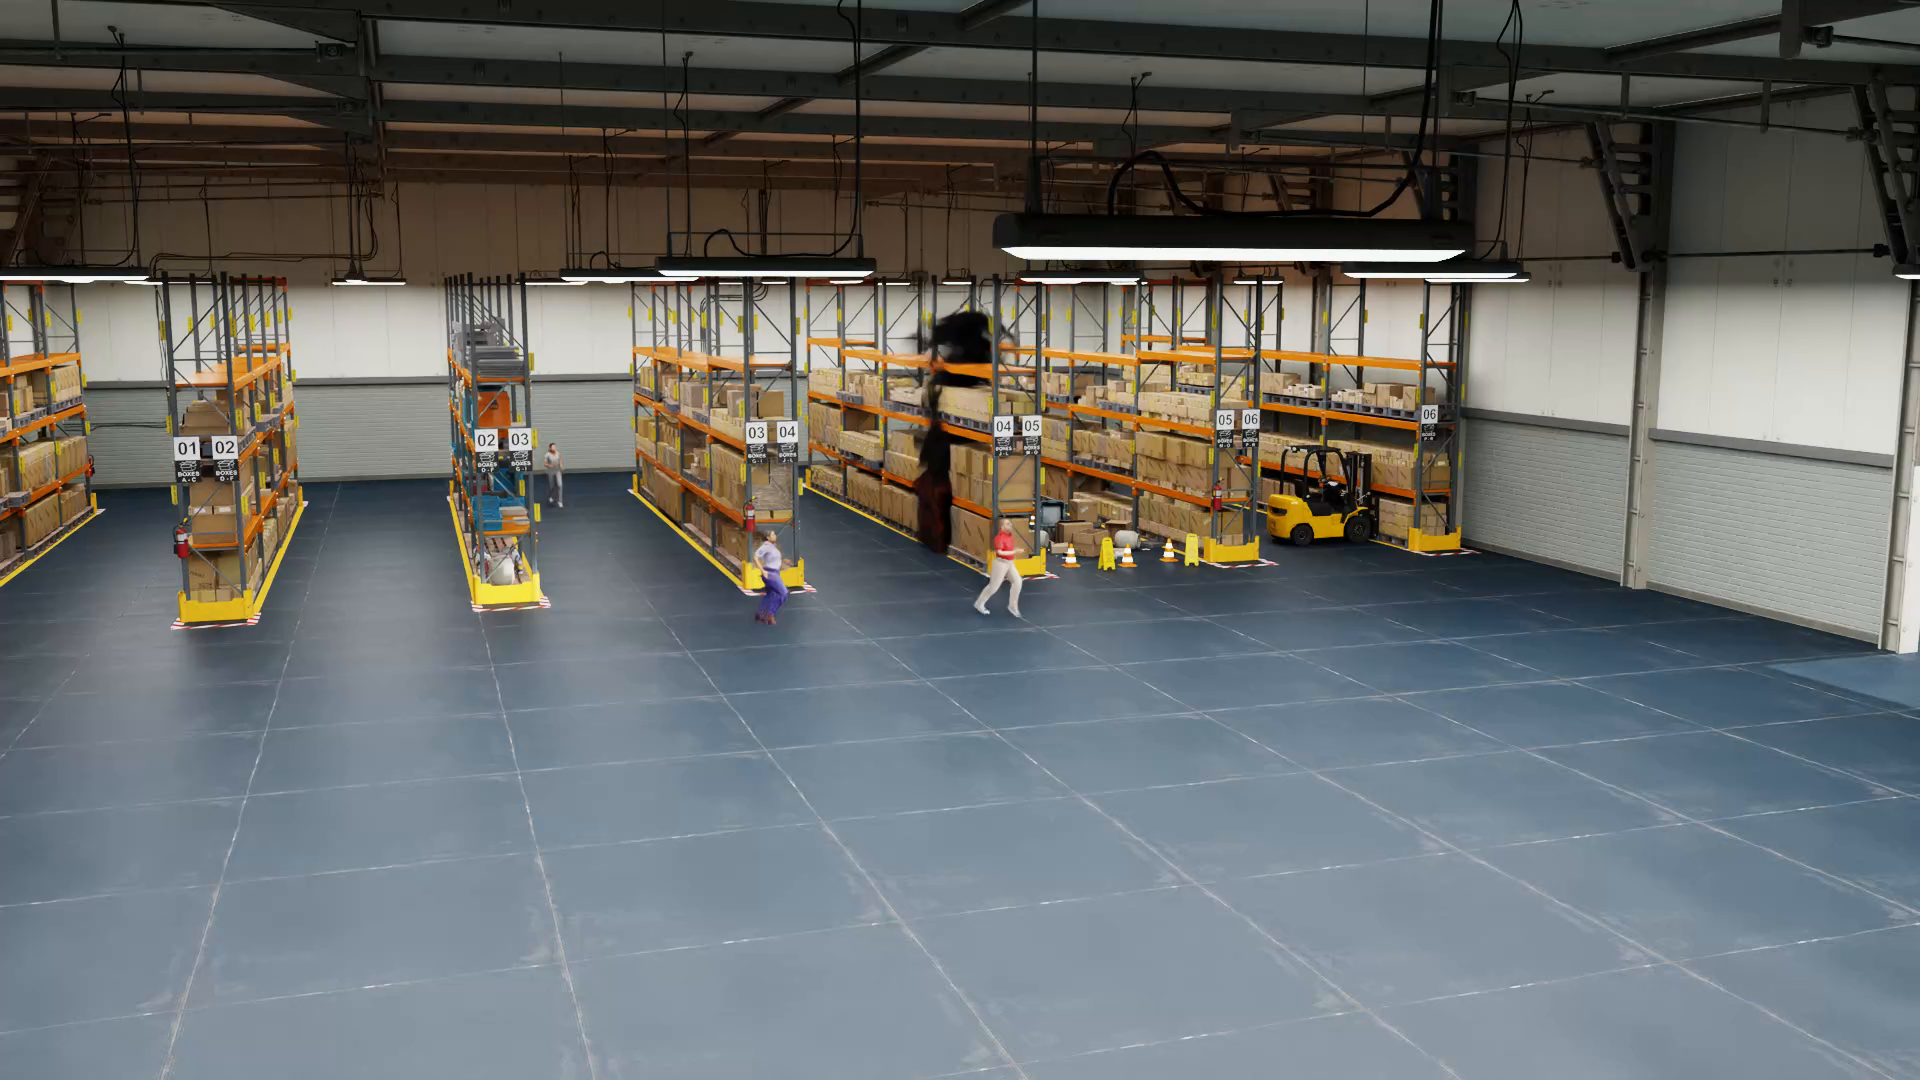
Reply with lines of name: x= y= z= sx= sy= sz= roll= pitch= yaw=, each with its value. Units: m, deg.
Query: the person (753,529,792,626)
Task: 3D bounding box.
person: x=-3.208 y=0.640 z=28.461 sx=0.664 sy=1.652 sz=0.586 roll=0 pitch=9 yaw=3

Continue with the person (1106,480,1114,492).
person: x=3.909 y=-1.955 z=45.322 sx=0.695 sy=1.727 sz=0.672 roll=-4 pitch=10 yaw=-27

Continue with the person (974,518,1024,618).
person: x=0.726 y=0.499 z=29.182 sx=0.925 sy=1.780 sz=0.672 roll=5 pitch=10 yaw=28

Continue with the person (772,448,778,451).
person: x=-5.581 y=-2.449 z=48.896 sx=0.791 sy=1.691 sz=0.662 roll=5 pitch=10 yaw=32

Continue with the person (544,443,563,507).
person: x=-10.766 y=-1.745 z=44.053 sx=0.541 sy=1.676 sz=0.961 roll=-4 pitch=10 yaw=-27
